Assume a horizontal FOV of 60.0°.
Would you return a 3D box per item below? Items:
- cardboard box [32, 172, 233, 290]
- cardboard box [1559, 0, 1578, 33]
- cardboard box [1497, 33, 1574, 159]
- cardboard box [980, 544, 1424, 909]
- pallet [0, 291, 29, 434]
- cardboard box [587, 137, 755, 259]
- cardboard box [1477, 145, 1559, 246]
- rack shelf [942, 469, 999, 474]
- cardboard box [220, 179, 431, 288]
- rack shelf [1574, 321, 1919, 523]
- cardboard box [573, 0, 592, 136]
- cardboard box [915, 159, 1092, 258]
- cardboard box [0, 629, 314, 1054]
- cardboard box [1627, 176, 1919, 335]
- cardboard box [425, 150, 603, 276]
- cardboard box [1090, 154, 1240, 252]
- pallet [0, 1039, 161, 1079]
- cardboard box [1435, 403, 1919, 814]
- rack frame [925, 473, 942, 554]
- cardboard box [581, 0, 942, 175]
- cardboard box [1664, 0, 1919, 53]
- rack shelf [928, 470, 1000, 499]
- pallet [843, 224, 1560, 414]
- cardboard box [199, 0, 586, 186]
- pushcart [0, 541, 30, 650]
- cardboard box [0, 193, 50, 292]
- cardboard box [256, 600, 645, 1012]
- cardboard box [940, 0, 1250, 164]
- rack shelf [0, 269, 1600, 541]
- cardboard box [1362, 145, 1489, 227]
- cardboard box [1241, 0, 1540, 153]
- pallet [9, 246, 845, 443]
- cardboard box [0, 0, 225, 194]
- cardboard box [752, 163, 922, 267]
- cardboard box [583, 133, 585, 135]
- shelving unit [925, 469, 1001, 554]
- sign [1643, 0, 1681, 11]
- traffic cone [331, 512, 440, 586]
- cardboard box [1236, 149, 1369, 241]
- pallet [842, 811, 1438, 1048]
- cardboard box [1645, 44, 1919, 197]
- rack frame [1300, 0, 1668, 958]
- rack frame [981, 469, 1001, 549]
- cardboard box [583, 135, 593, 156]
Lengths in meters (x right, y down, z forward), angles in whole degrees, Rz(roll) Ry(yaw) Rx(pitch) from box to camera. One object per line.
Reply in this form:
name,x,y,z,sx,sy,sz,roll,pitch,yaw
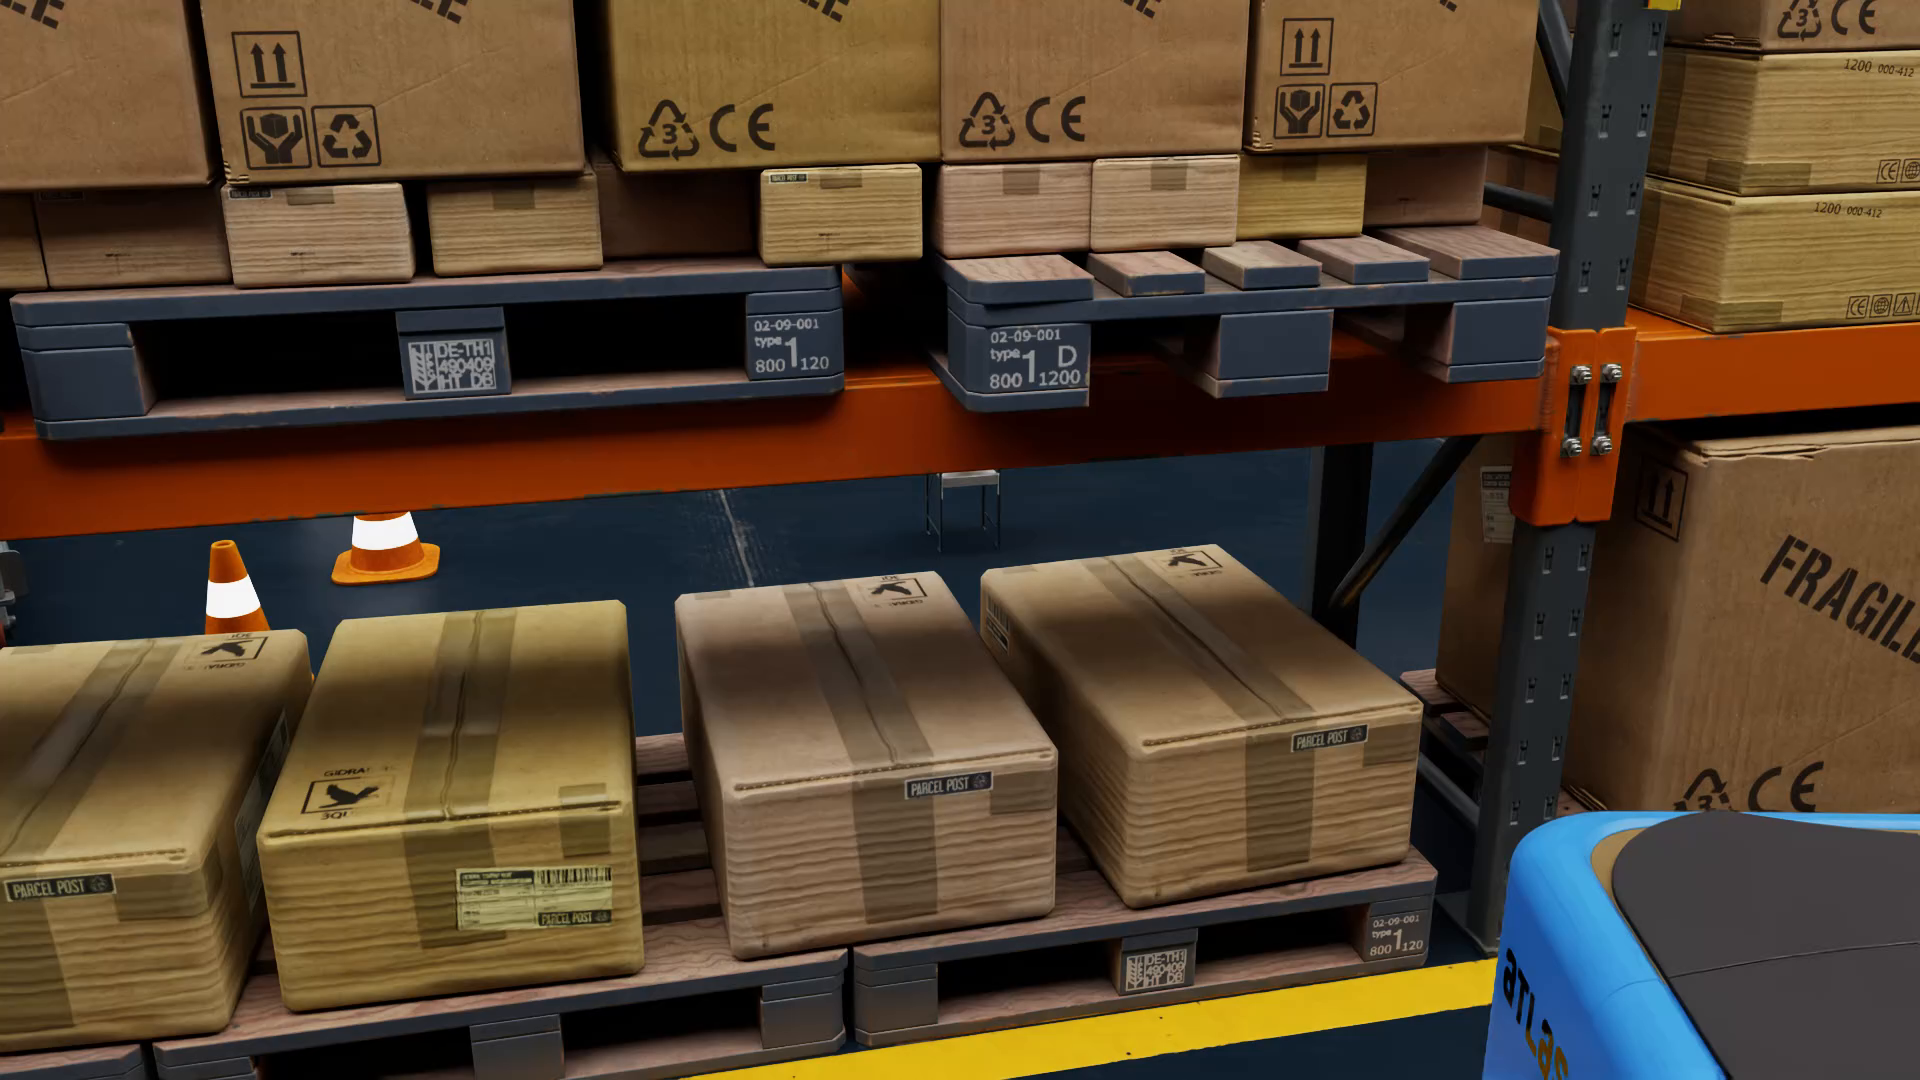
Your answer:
cardboard box,-1.243,-0.504,2.585,0.250,0.149,0.380,-4,21,-12
cardboard box,1.478,-1.359,3.563,0.500,0.500,0.500,-5,21,-14
cardboard box,1.448,-1.001,3.678,0.500,0.250,0.500,-5,21,-13
cardboard box,0.483,0.364,3.669,0.625,0.372,0.950,-6,21,-16
pallet,-2.080,-0.319,2.603,1.213,0.211,1.003,-5,21,-12
cardboard box,-0.494,-0.586,2.809,0.250,0.149,0.380,-4,21,-12
cardboard box,1.467,-0.770,3.774,0.500,0.250,0.500,-5,21,-14
rack shelf,0.008,-0.307,5.704,0.200,0.077,0.258,-5,21,-12
cardboard box,-0.972,-0.508,2.595,0.250,0.149,0.380,-4,20,-10
rack shelf,2.981,-0.534,3.958,4.000,0.370,1.077,-5,21,-12
cardboard box,-0.477,-1.051,3.136,0.500,0.500,0.500,-4,21,-12
cardboard box,0.044,-0.591,2.820,0.250,0.149,0.380,-6,21,-15
cardboard box,-1.649,0.539,3.191,0.625,0.372,0.950,-3,20,-9
cardboard box,1.569,-0.598,3.303,0.500,0.250,0.500,-5,21,-13
cardboard box,-0.719,-0.539,2.680,0.250,0.149,0.380,-5,21,-14
cardboard box,0.291,-0.608,2.867,0.250,0.149,0.380,-5,21,-13
pallet,-2.100,0.850,3.187,1.213,0.211,1.003,-5,21,-12
cardboard box,1.726,0.060,3.768,0.875,0.875,0.875,-5,21,-13
rack frame,-0.091,-0.415,5.640,0.006,0.900,0.240,-5,21,-12
cardboard box,-0.335,-0.883,2.677,0.500,0.500,0.500,-6,21,-16
cardboard box,1.571,-1.187,3.096,0.500,0.500,0.500,-5,21,-14
rack shelf,0.008,-0.223,5.735,0.200,0.077,0.258,-5,21,-12
pallet,0.366,-0.531,3.183,1.003,0.211,1.213,-5,21,-12
cardboard box,-0.866,-0.841,2.560,0.500,0.500,0.500,-6,21,-15
pushcart,-3.431,0.075,5.061,0.936,0.377,1.648,-13,24,-31
cardboard box,-1.484,-0.485,2.534,0.250,0.149,0.380,-4,21,-12
cardboard box,-0.973,0.484,3.343,0.625,0.372,0.950,-4,20,-11
cardboard box,0.156,-0.924,2.787,0.500,0.500,0.500,-5,21,-13
rack shelf,-0.911,-0.218,3.093,4.000,0.370,1.077,-5,21,-12
cardboard box,0.770,-0.688,3.087,0.250,0.149,0.380,-4,20,-10
cardboard box,0.657,-0.968,2.909,0.500,0.500,0.500,-5,21,-14
pallet,-0.882,-0.453,2.970,1.213,0.211,1.003,-5,21,-12
cardboard box,-1.364,-0.796,2.439,0.500,0.500,0.500,-5,21,-13
cardboard box,-0.220,-0.564,2.748,0.250,0.149,0.380,-4,21,-12
cardboard box,-0.965,-1.014,3.035,0.500,0.500,0.500,-5,21,-15
shelving unit,0.008,-0.423,5.662,0.210,0.900,0.258,-5,21,-12
sign,1.169,-1.039,2.722,0.005,0.325,0.100,-5,21,-12
traffic cone,-1.921,-0.130,5.498,0.334,0.463,0.336,-5,21,-12
cardboard box,0.526,-0.643,2.963,0.250,0.149,0.380,-4,21,-12
pallet,0.274,0.657,3.714,1.213,0.211,1.003,-5,21,-12
cardboard box,1.585,-0.835,3.225,0.500,0.250,0.500,-5,21,-13
rack frame,1.035,-0.714,3.402,0.127,3.000,1.000,-5,21,-12
rack frame,0.107,-0.431,5.684,0.006,0.900,0.240,-5,21,-12
cardboard box,-0.639,-0.717,3.164,0.250,0.149,0.380,-4,20,-10
